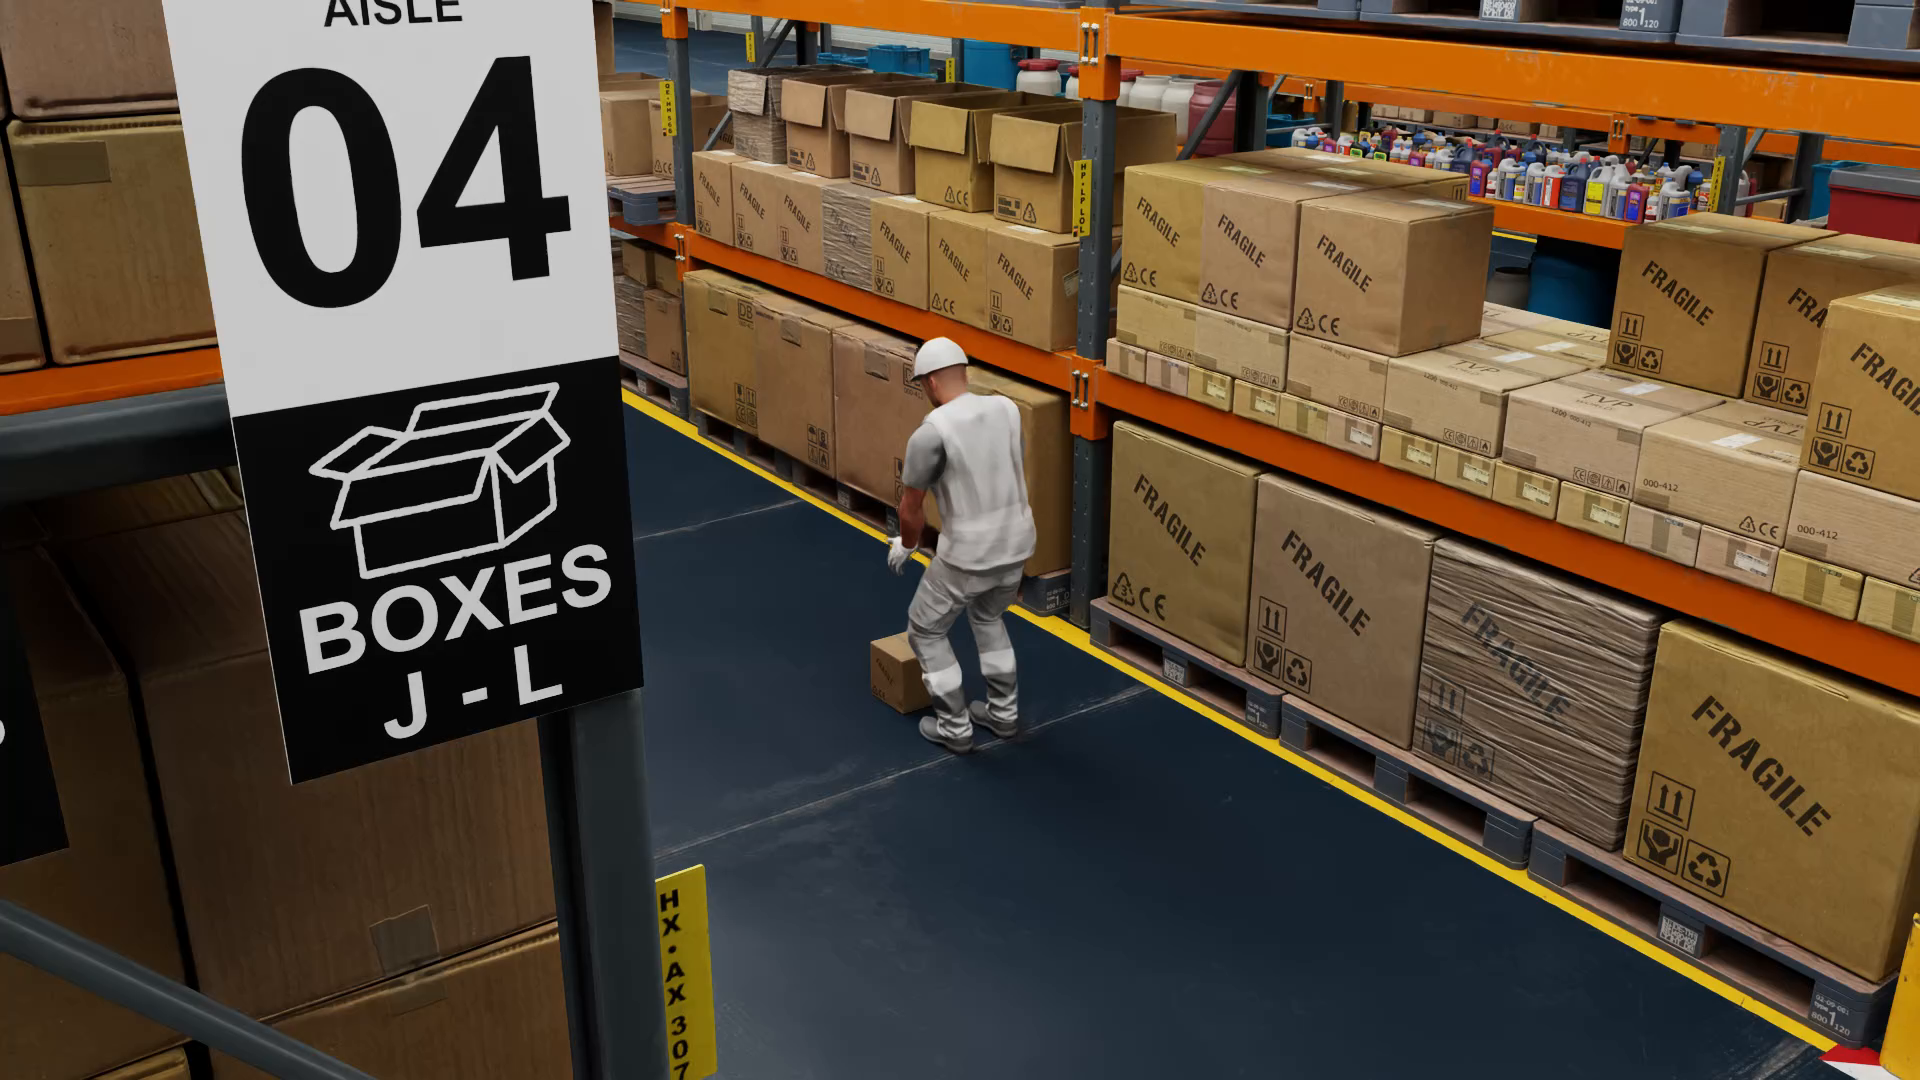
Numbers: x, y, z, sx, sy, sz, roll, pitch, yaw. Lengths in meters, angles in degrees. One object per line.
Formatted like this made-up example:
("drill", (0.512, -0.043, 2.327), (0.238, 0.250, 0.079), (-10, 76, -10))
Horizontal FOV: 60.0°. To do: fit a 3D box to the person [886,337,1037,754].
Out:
("person", (0.007, 0.035, 6.633), (0.560, 1.666, 0.558), (-14, 25, -32))
